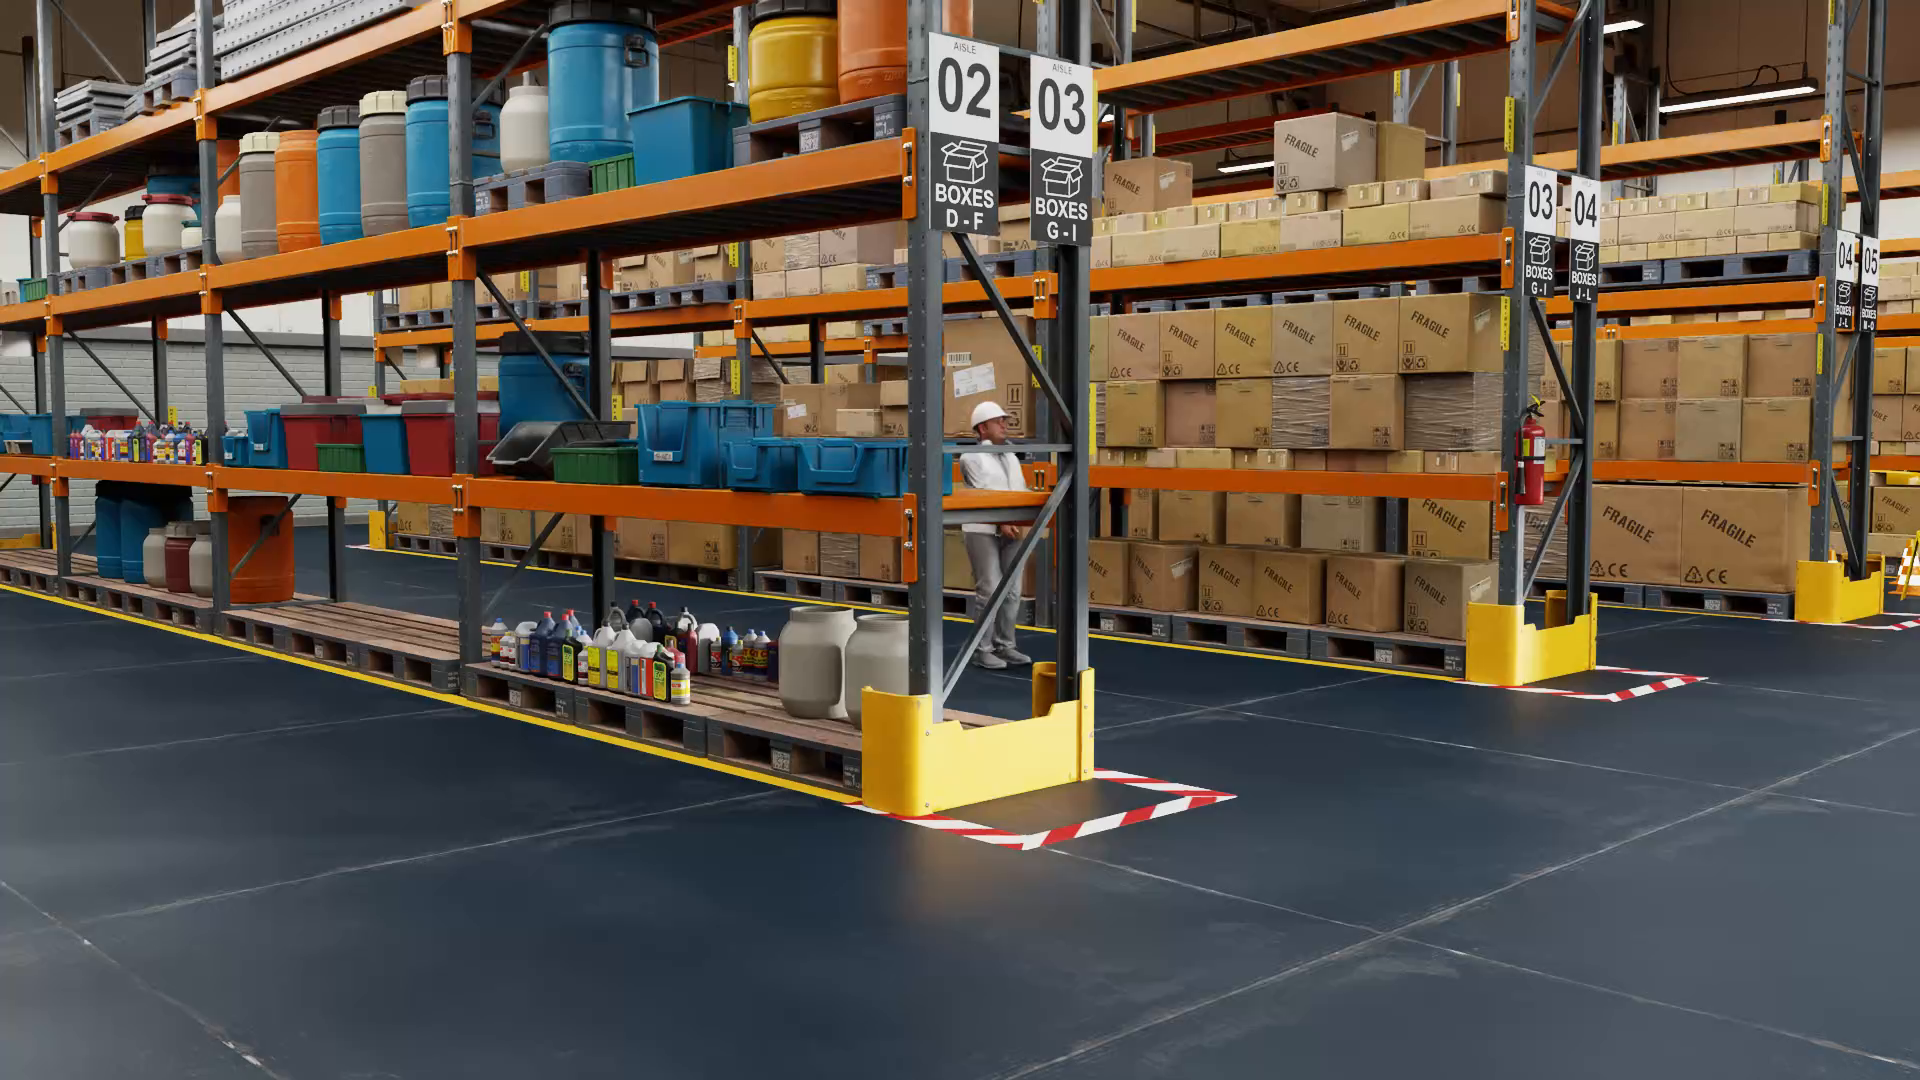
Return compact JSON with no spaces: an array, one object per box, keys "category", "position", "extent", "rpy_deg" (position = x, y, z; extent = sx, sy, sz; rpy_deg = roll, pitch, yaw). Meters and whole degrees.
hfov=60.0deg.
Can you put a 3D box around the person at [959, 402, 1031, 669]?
[{"category":"person","position":[0.296,-0.036,11.123],"extent":[0.499,1.770,0.551],"rpy_deg":[-4,5,-44]}]
